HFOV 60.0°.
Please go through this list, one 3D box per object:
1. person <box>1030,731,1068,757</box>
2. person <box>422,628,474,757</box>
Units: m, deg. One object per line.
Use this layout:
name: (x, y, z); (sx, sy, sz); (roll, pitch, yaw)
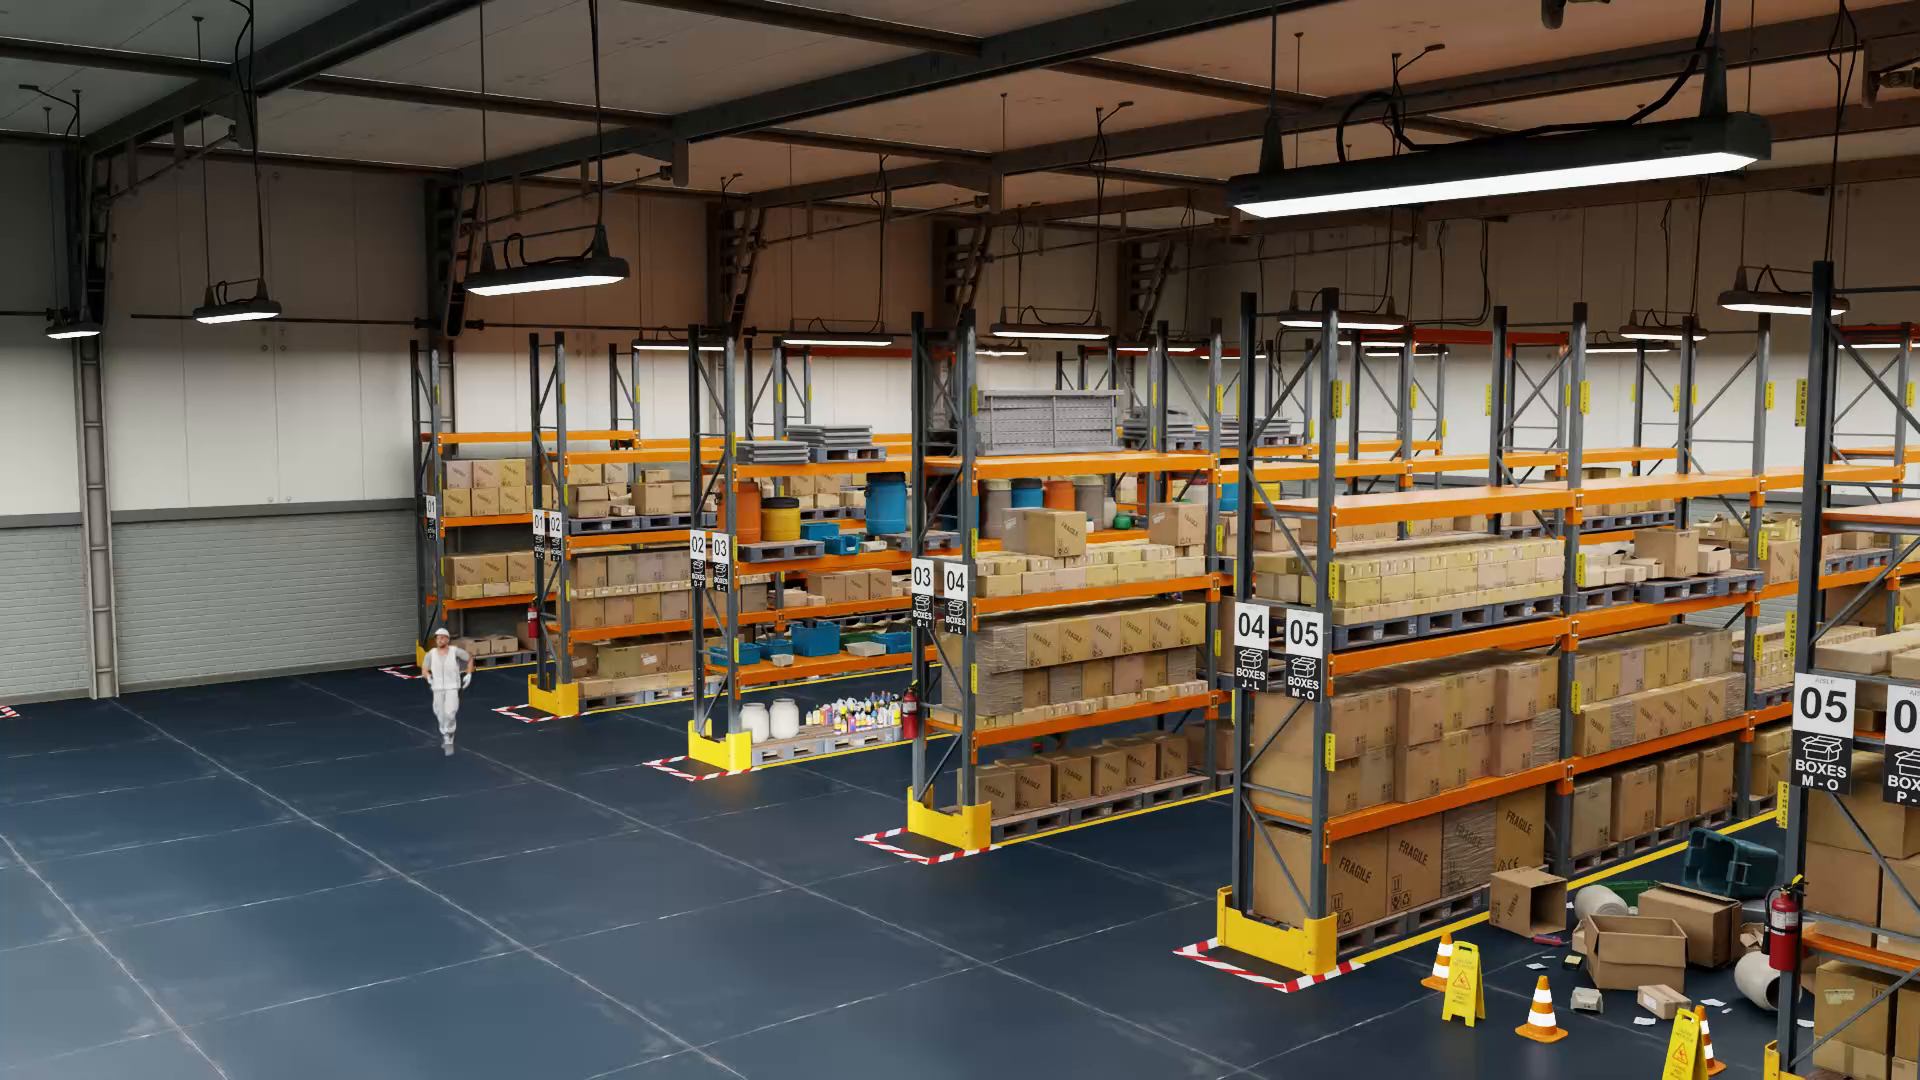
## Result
person: (1.192, 2.206, 22.630); (0.875, 1.764, 0.683); (-5, 7, -44)
person: (-7.219, 2.129, 23.363); (0.668, 1.785, 0.724); (0, 5, -3)
